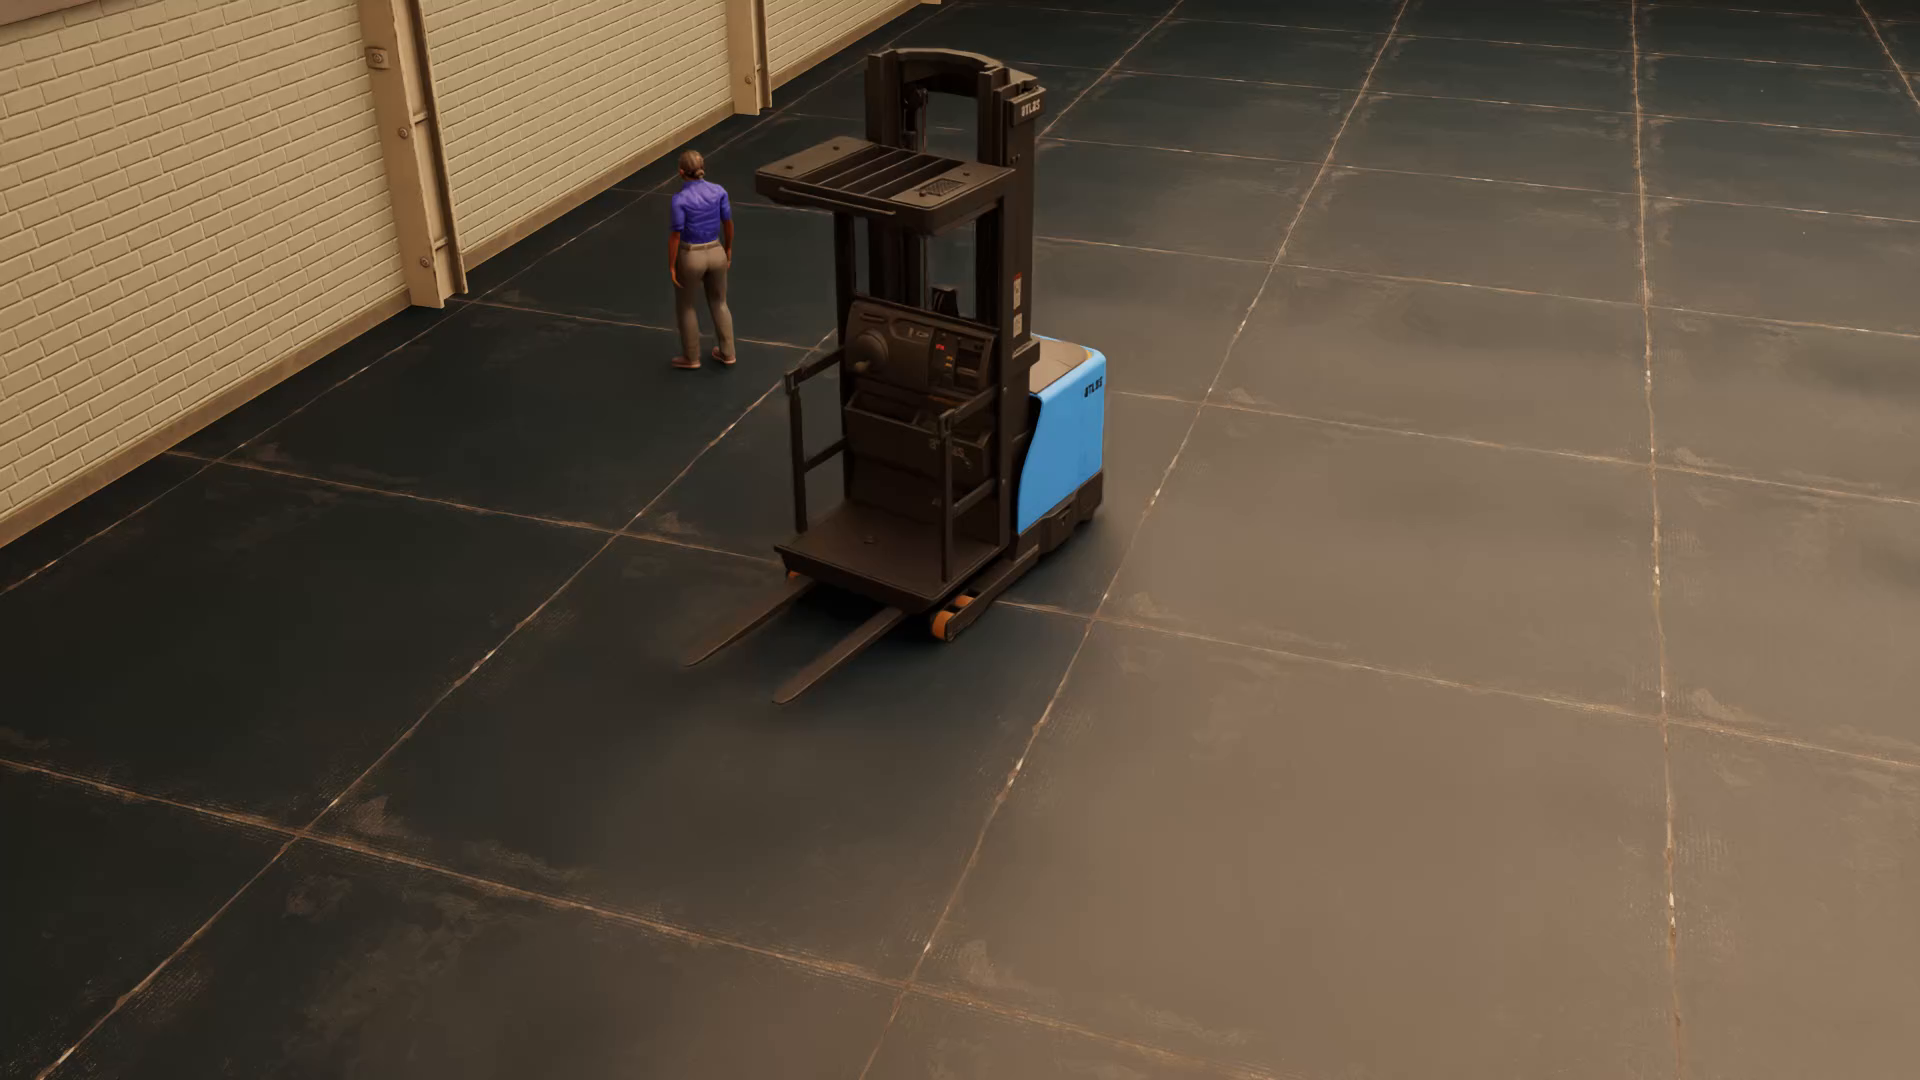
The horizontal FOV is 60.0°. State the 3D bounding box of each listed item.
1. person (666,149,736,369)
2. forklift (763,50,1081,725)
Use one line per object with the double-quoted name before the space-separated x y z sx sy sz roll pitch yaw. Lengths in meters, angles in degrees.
"person" -1.893 -2.027 11.987 0.538 1.668 0.464 -18 34 -29
"forklift" -0.193 -0.950 8.804 1.130 2.935 3.031 9 31 16
